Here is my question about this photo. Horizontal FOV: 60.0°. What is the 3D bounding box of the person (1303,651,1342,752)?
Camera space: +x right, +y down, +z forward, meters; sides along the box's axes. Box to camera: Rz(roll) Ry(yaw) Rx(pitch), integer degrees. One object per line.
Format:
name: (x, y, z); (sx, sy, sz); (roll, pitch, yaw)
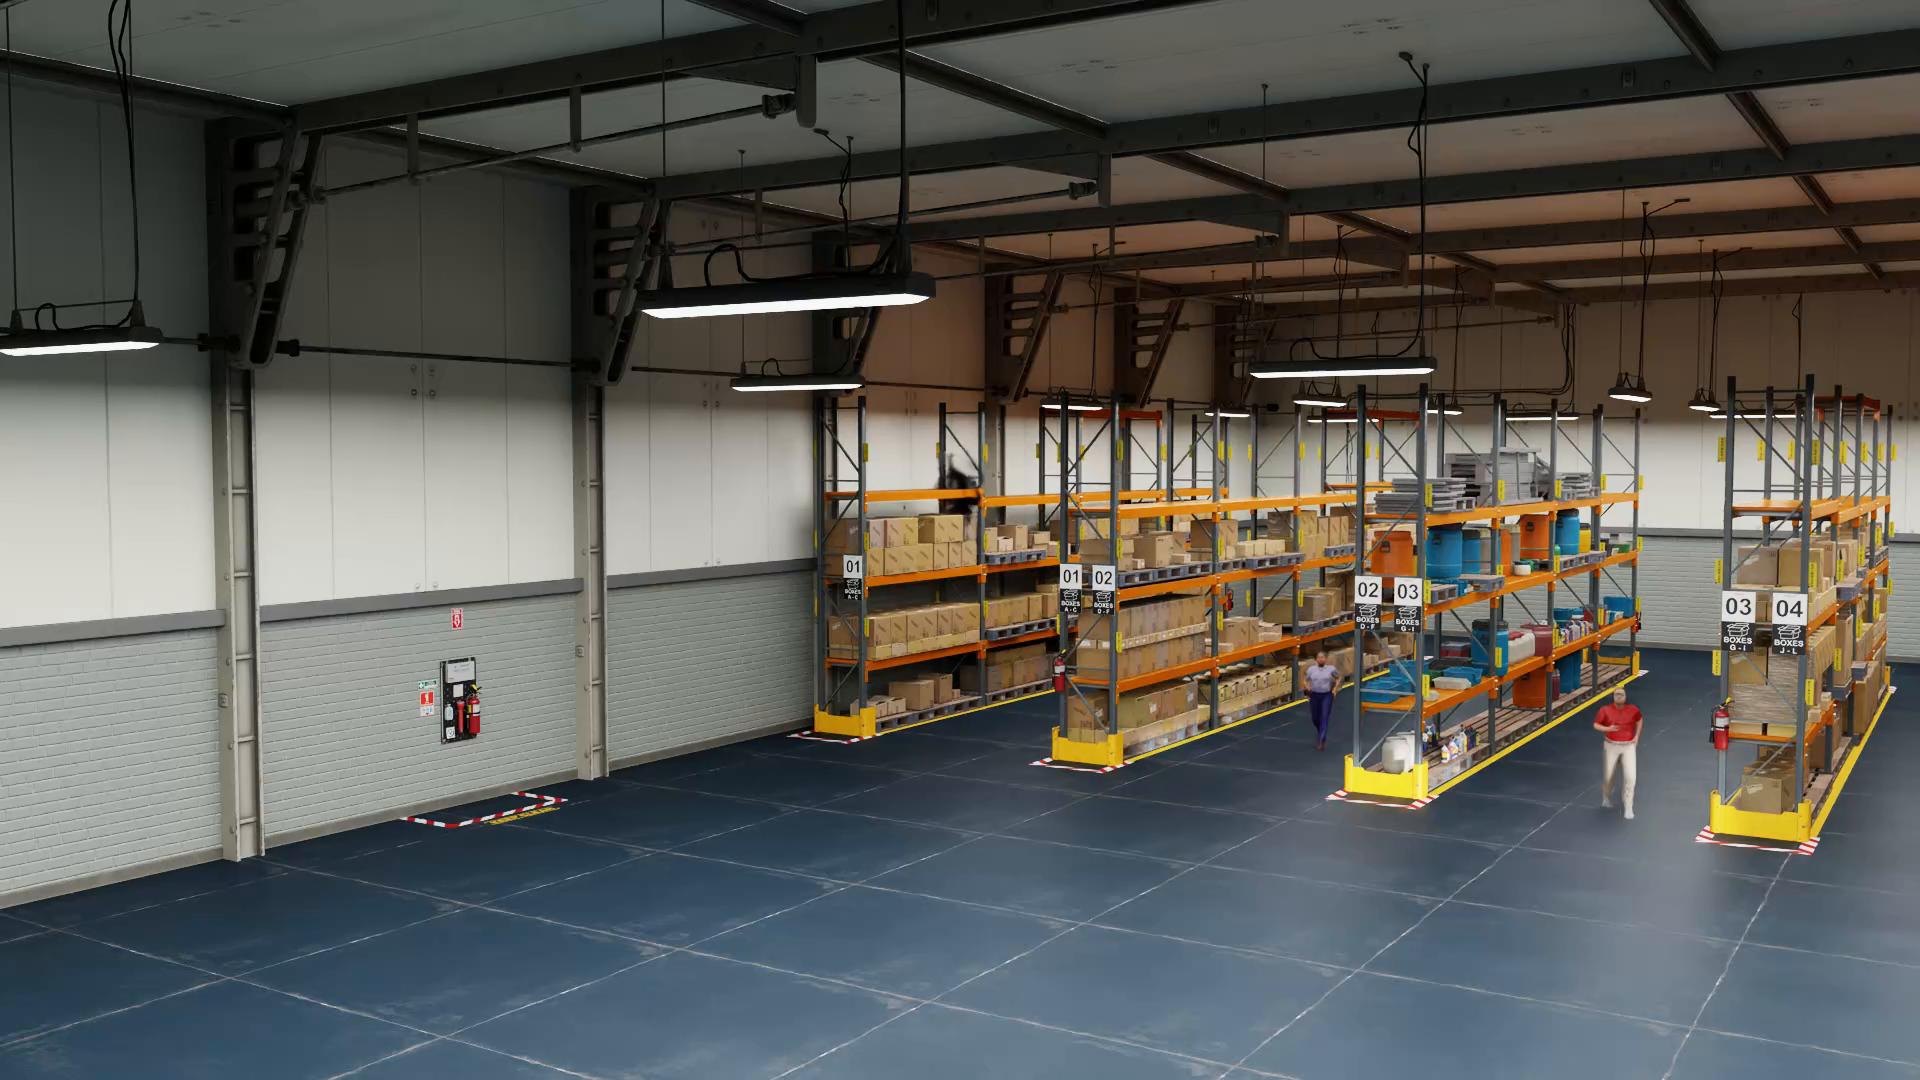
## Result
person: (6.135, 2.705, 28.227); (0.614, 1.646, 0.900); (1, 3, 23)

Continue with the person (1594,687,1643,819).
person: (9.116, 2.945, 23.042); (0.648, 1.817, 0.749); (1, 3, 18)
